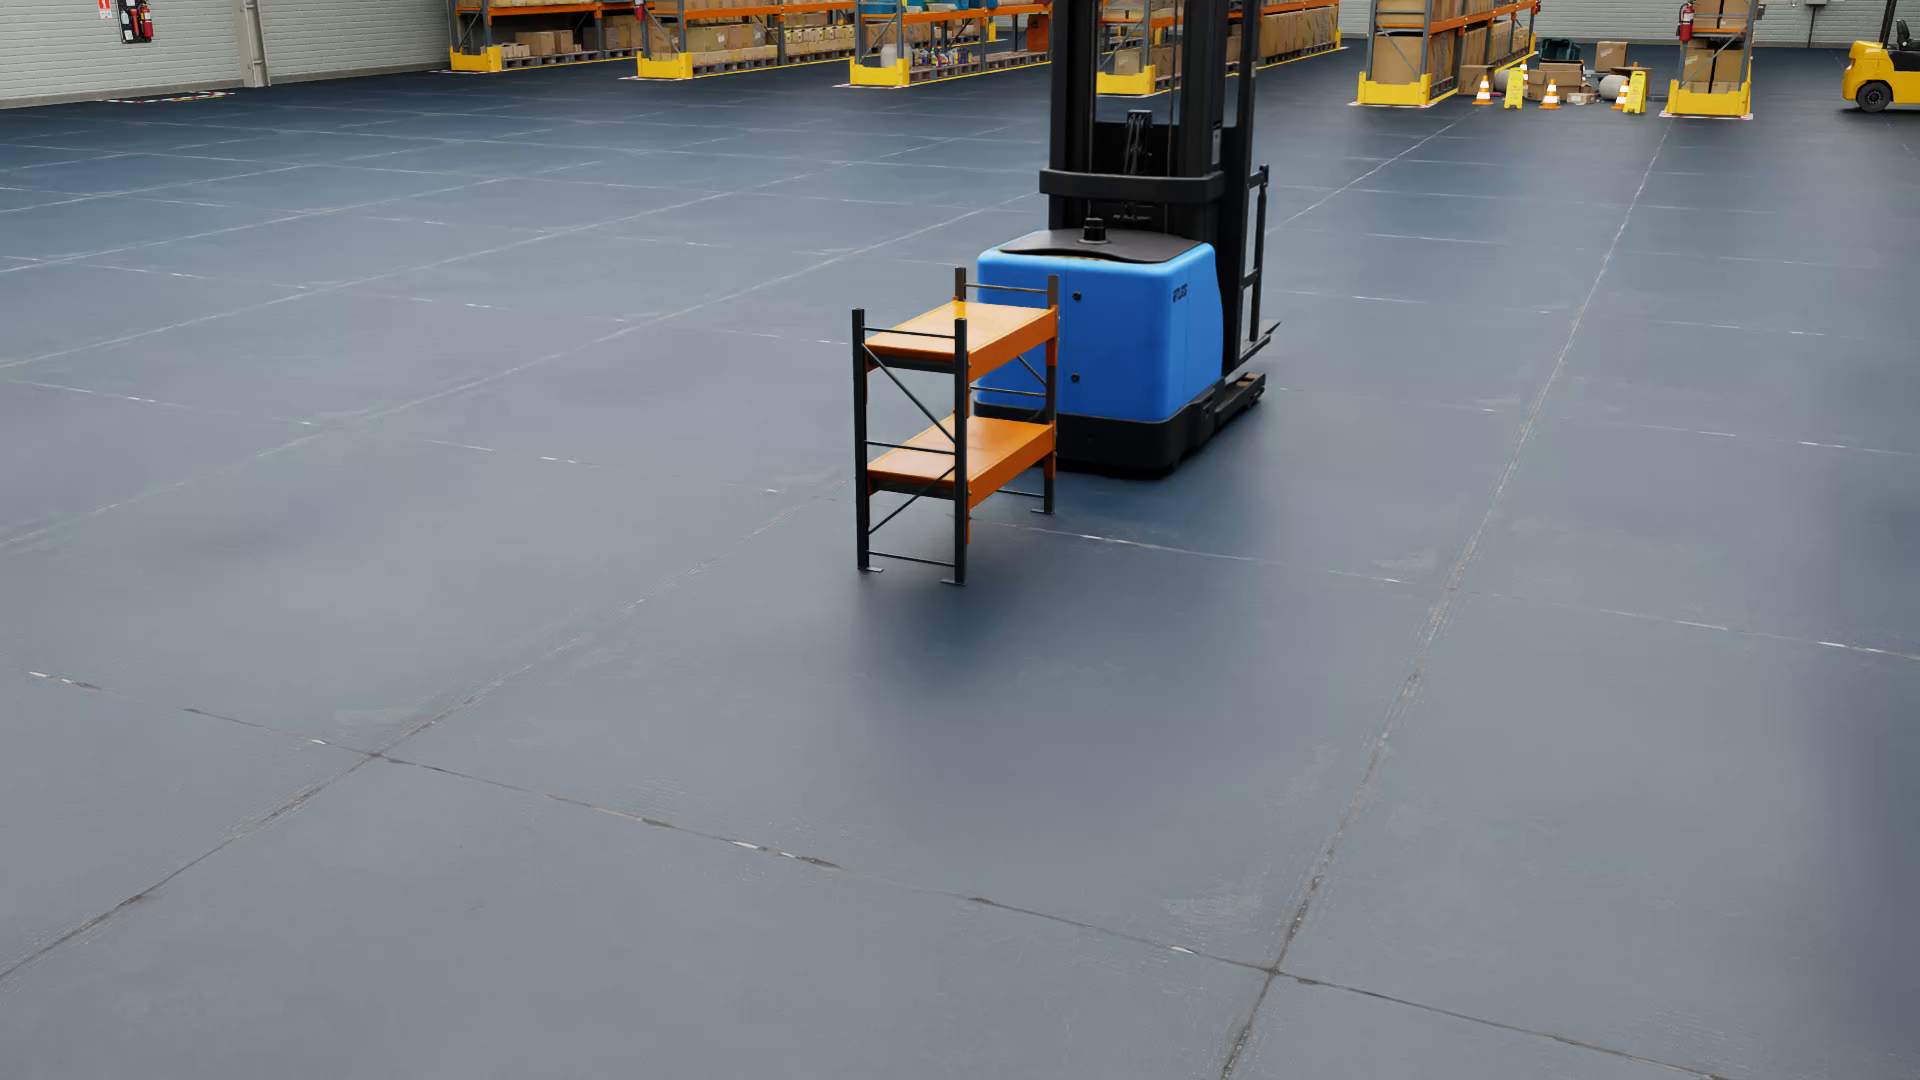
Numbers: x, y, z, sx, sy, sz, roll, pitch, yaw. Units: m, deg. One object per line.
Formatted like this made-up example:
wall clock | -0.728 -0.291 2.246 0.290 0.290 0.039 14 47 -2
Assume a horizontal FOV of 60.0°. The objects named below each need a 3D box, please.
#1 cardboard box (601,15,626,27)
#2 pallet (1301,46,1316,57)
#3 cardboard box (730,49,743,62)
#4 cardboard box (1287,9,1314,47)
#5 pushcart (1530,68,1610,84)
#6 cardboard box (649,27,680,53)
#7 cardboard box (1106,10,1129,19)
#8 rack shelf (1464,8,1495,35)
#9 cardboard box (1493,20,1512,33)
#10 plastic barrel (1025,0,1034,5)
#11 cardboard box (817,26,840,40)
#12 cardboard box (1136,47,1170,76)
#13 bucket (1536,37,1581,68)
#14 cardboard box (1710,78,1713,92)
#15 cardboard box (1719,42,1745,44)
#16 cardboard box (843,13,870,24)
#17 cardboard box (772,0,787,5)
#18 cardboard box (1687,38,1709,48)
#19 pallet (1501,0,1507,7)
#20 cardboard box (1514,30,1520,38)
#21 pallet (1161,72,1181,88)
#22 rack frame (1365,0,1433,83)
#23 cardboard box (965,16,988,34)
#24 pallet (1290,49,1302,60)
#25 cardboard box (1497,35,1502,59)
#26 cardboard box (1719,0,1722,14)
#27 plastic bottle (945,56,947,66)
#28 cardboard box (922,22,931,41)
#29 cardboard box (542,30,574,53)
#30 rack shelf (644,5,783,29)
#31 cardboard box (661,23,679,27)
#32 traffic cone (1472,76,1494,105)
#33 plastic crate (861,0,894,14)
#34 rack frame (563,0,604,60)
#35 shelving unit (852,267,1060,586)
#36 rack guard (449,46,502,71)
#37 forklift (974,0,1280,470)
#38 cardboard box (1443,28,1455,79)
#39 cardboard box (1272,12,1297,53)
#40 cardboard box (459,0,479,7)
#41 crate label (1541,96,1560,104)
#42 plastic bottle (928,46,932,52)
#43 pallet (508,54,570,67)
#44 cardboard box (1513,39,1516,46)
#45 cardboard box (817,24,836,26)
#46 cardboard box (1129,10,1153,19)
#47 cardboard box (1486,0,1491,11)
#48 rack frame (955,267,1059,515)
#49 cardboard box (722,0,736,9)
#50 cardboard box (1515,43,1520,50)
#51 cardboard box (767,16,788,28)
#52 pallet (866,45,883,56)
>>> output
cardboard box | -8.499 -12.637 40.481 0.500 0.250 0.500 8 21 22
pallet | 8.253 -12.206 41.476 1.003 0.211 1.213 9 21 23
cardboard box | -5.042 -10.485 35.950 0.500 0.250 0.500 9 21 23
cardboard box | 8.213 -12.686 41.208 0.875 0.875 0.875 9 21 23
pushcart | 11.535 -8.555 30.961 1.648 0.377 0.936 1 20 4
cardboard box | -6.132 -10.451 34.736 0.500 0.500 0.500 9 21 23
cardboard box | 2.885 -9.627 30.437 0.380 0.149 0.250 9 21 23
rack shelf | 9.897 -10.414 33.348 1.077 0.370 4.000 9 21 23
cardboard box | 12.279 -11.698 37.870 0.500 0.250 0.500 8 21 21
plastic barrel | 1.487 -12.464 37.873 0.421 0.512 0.421 0 20 0
cardboard box | -3.210 -12.095 39.642 0.500 0.311 0.500 8 21 22
cardboard box | 3.714 -9.215 32.007 0.500 0.500 0.500 11 22 28
bucket | 11.125 -8.957 30.796 0.726 0.611 0.620 18 16 41
cardboard box | 13.008 -7.705 28.134 0.500 0.250 0.500 10 22 26
cardboard box | 13.431 -8.375 28.900 0.500 0.500 0.500 9 21 24
cardboard box | -2.616 -13.155 41.936 0.500 0.250 0.500 9 22 25
cardboard box | -4.280 -12.299 37.799 0.500 0.250 0.500 10 22 26
cardboard box | 12.176 -8.234 27.534 0.380 0.149 0.250 9 22 24
pallet | 11.489 -11.884 36.696 1.003 0.211 1.213 9 21 23
cardboard box | 13.174 -12.108 39.779 0.380 0.149 0.250 9 21 24
pallet | 3.853 -8.955 32.333 1.003 0.211 1.213 9 21 23
rack frame | 7.440 -8.919 28.070 1.000 3.000 0.127 9 21 23
cardboard box | 0.474 -14.711 47.432 0.500 0.500 0.500 9 21 23
pallet | 7.623 -11.738 40.160 1.003 0.211 1.213 9 21 23
cardboard box | 11.647 -10.877 36.681 0.500 0.500 0.500 8 21 21
cardboard box | 12.177 -8.814 27.182 0.500 0.500 0.500 9 21 23
plastic bottle | -0.314 -9.876 34.281 0.097 0.201 0.097 0 20 0
cardboard box | -1.107 -13.498 44.021 0.500 0.500 0.500 8 21 22
cardboard box | -9.351 -11.599 38.680 0.500 0.500 0.500 7 21 19
rack shelf | -5.261 -11.263 35.736 1.077 0.370 4.000 9 21 23
cardboard box | -7.572 -12.917 42.387 0.700 0.500 0.500 9 21 23
traffic cone | 8.953 -7.691 28.404 0.336 0.463 0.334 9 21 23
plastic crate | -1.631 -10.434 32.552 0.499 0.251 0.616 9 21 23
rack frame | -8.963 -12.892 39.242 1.000 3.000 0.127 9 21 23
shelving unit | 0.003 -0.532 7.286 0.538 1.125 1.048 9 21 23
rack guard | -10.570 -10.514 36.288 1.175 0.500 0.348 9 21 23
forklift | 1.143 -2.184 9.236 1.130 2.935 3.031 9 21 23
cardboard box | 8.756 -9.155 31.280 0.875 0.875 0.875 9 21 24
cardboard box | 7.261 -12.023 39.345 1.225 0.875 0.875 8 21 21
cardboard box | -10.586 -11.777 36.302 0.500 0.250 0.500 9 21 23
crate label | 10.110 -7.527 28.430 0.250 0.136 0.298 -2 20 -5
plastic bottle | -0.634 -10.302 35.256 0.144 0.351 0.185 9 22 24
pallet | -9.704 -10.994 38.066 1.003 0.211 1.213 9 21 23
cardboard box | 12.794 -11.649 38.931 0.380 0.149 0.250 10 22 25
cardboard box | -3.286 -12.483 40.732 0.500 0.311 0.500 9 22 25
cardboard box | 3.290 -9.566 30.266 0.380 0.149 0.250 9 21 23
cardboard box | 10.571 -11.084 34.011 0.500 0.500 0.500 9 21 23
rack frame | 0.211 -0.687 7.723 0.500 1.125 0.032 9 21 23
cardboard box | -5.246 -11.652 35.607 0.700 0.500 0.500 9 22 24
cardboard box | 13.290 -11.911 40.112 0.380 0.149 0.250 8 21 21
cardboard box | -5.287 -14.572 47.070 0.700 0.500 0.500 9 21 23
pallet | -2.464 -12.345 41.867 1.003 0.211 1.213 9 21 23
